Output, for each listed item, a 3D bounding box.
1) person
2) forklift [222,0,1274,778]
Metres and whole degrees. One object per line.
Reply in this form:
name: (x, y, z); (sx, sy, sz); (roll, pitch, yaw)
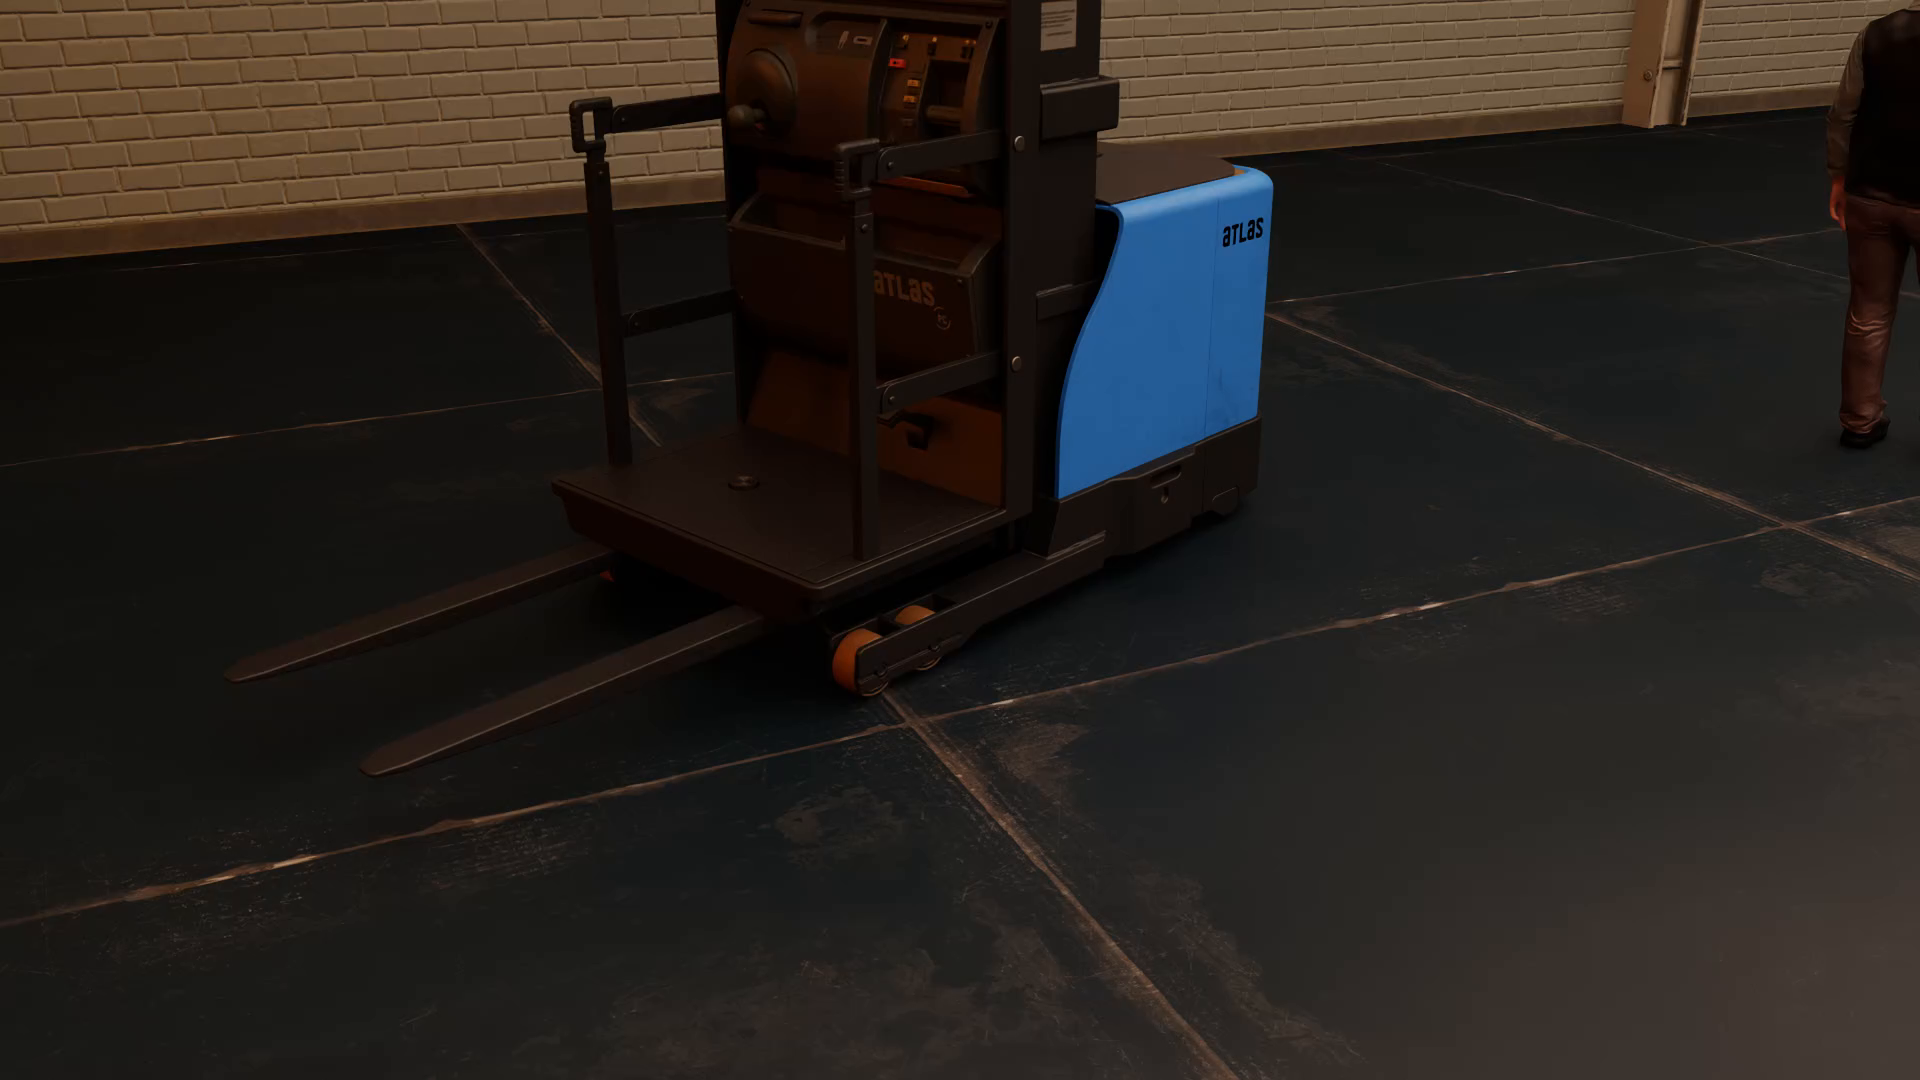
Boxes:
person: (3.258, -1.149, 5.611); (0.566, 1.722, 0.633); (-16, 28, -34)
forklift: (-0.413, -1.182, 4.131); (1.130, 2.935, 3.031); (19, 29, 39)
